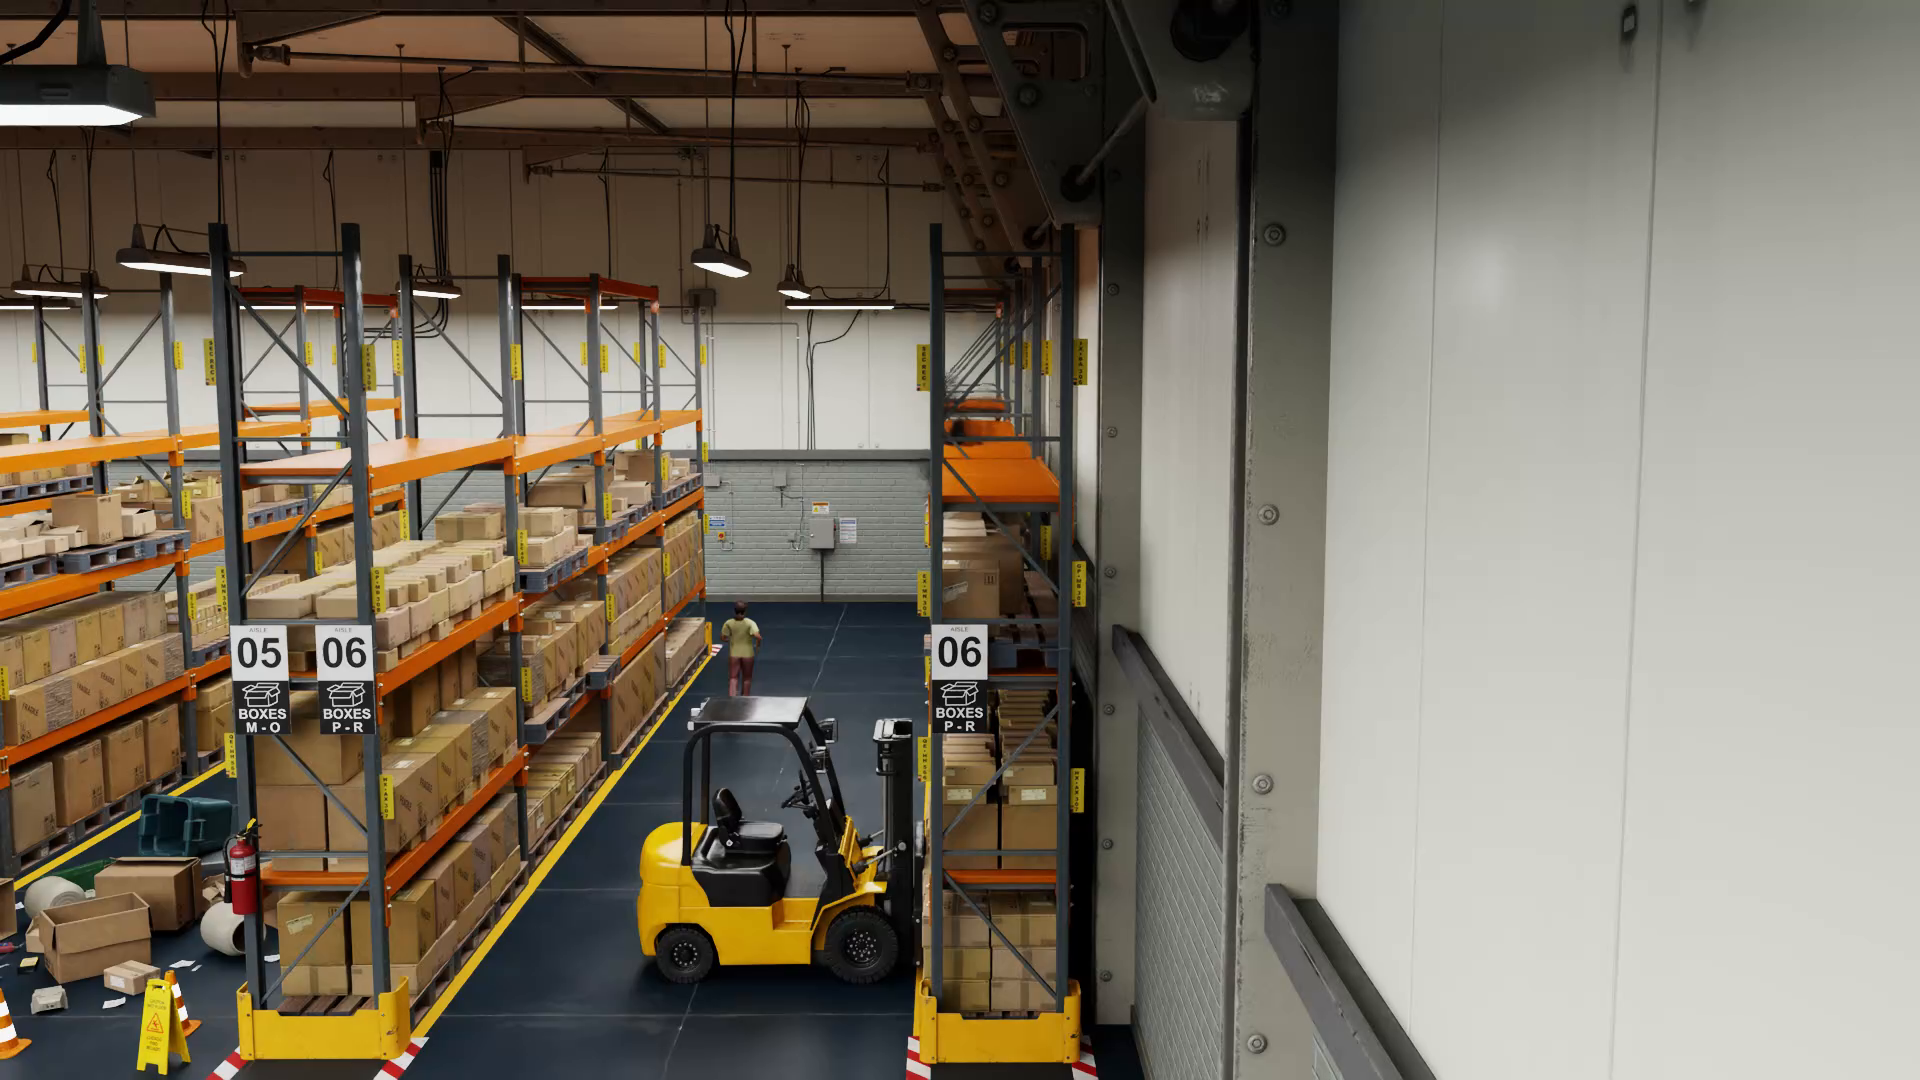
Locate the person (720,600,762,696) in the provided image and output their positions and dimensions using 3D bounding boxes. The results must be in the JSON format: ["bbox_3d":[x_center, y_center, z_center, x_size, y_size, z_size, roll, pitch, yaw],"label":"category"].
[{"bbox_3d":[-3.058,1.644,23.259,0.588,1.634,0.793,0,7,-2],"label":"person"}]
